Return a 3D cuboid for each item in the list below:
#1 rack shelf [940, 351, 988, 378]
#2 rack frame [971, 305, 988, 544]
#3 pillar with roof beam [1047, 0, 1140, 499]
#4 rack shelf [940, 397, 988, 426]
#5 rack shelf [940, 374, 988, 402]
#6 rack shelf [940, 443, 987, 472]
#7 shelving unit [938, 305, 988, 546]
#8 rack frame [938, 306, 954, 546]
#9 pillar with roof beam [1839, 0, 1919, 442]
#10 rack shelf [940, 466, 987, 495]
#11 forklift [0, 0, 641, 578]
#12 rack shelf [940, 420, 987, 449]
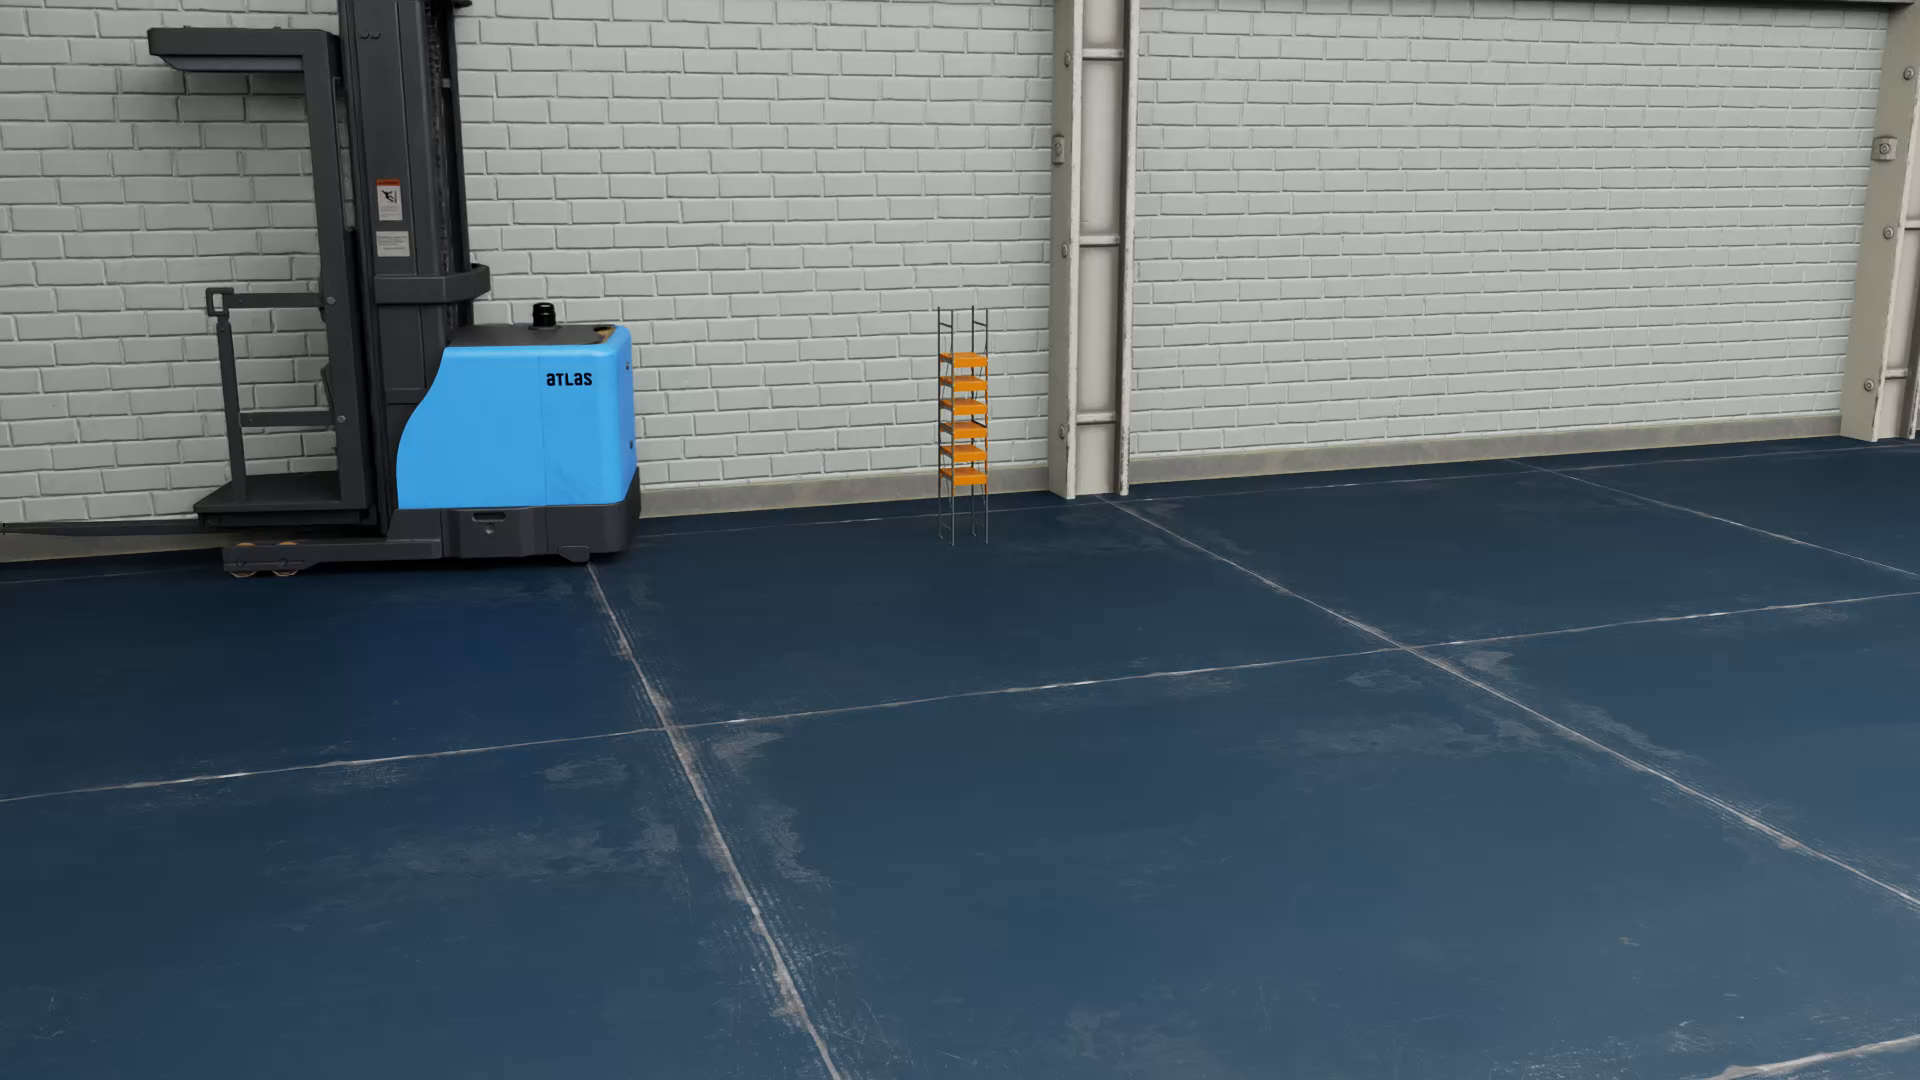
[{"bbox_3d":[0.014,-0.892,8.435,0.180,0.103,0.258,-4,14,-18],"label":"rack shelf"},{"bbox_3d":[0.100,-0.592,8.537,0.006,1.200,0.240,-4,14,-18],"label":"rack frame"},{"bbox_3d":[2.128,-3.719,4.830,0.400,9.000,9.100,-4,14,-18],"label":"pillar with roof beam"},{"bbox_3d":[0.014,-0.658,8.491,0.180,0.103,0.258,-4,14,-18],"label":"rack shelf"},{"bbox_3d":[0.014,-0.775,8.463,0.180,0.103,0.258,-4,14,-18],"label":"rack shelf"},{"bbox_3d":[0.014,-0.425,8.546,0.180,0.103,0.258,-4,14,-18],"label":"rack shelf"},{"bbox_3d":[0.014,-0.585,8.508,0.189,1.200,0.258,-4,14,-18],"label":"shelving unit"},{"bbox_3d":[-0.073,-0.578,8.480,0.006,1.200,0.240,-4,14,-18],"label":"rack frame"},{"bbox_3d":[7.815,-4.162,6.692,0.400,9.000,9.100,-4,14,-18],"label":"pillar with roof beam"},{"bbox_3d":[0.014,-0.308,8.574,0.180,0.103,0.258,-4,14,-18],"label":"rack shelf"},{"bbox_3d":[-3.181,-1.376,8.093,3.031,2.935,1.130,-2,13,-6],"label":"forklift"},{"bbox_3d":[0.014,-0.542,8.519,0.180,0.103,0.258,-4,14,-18],"label":"rack shelf"}]
